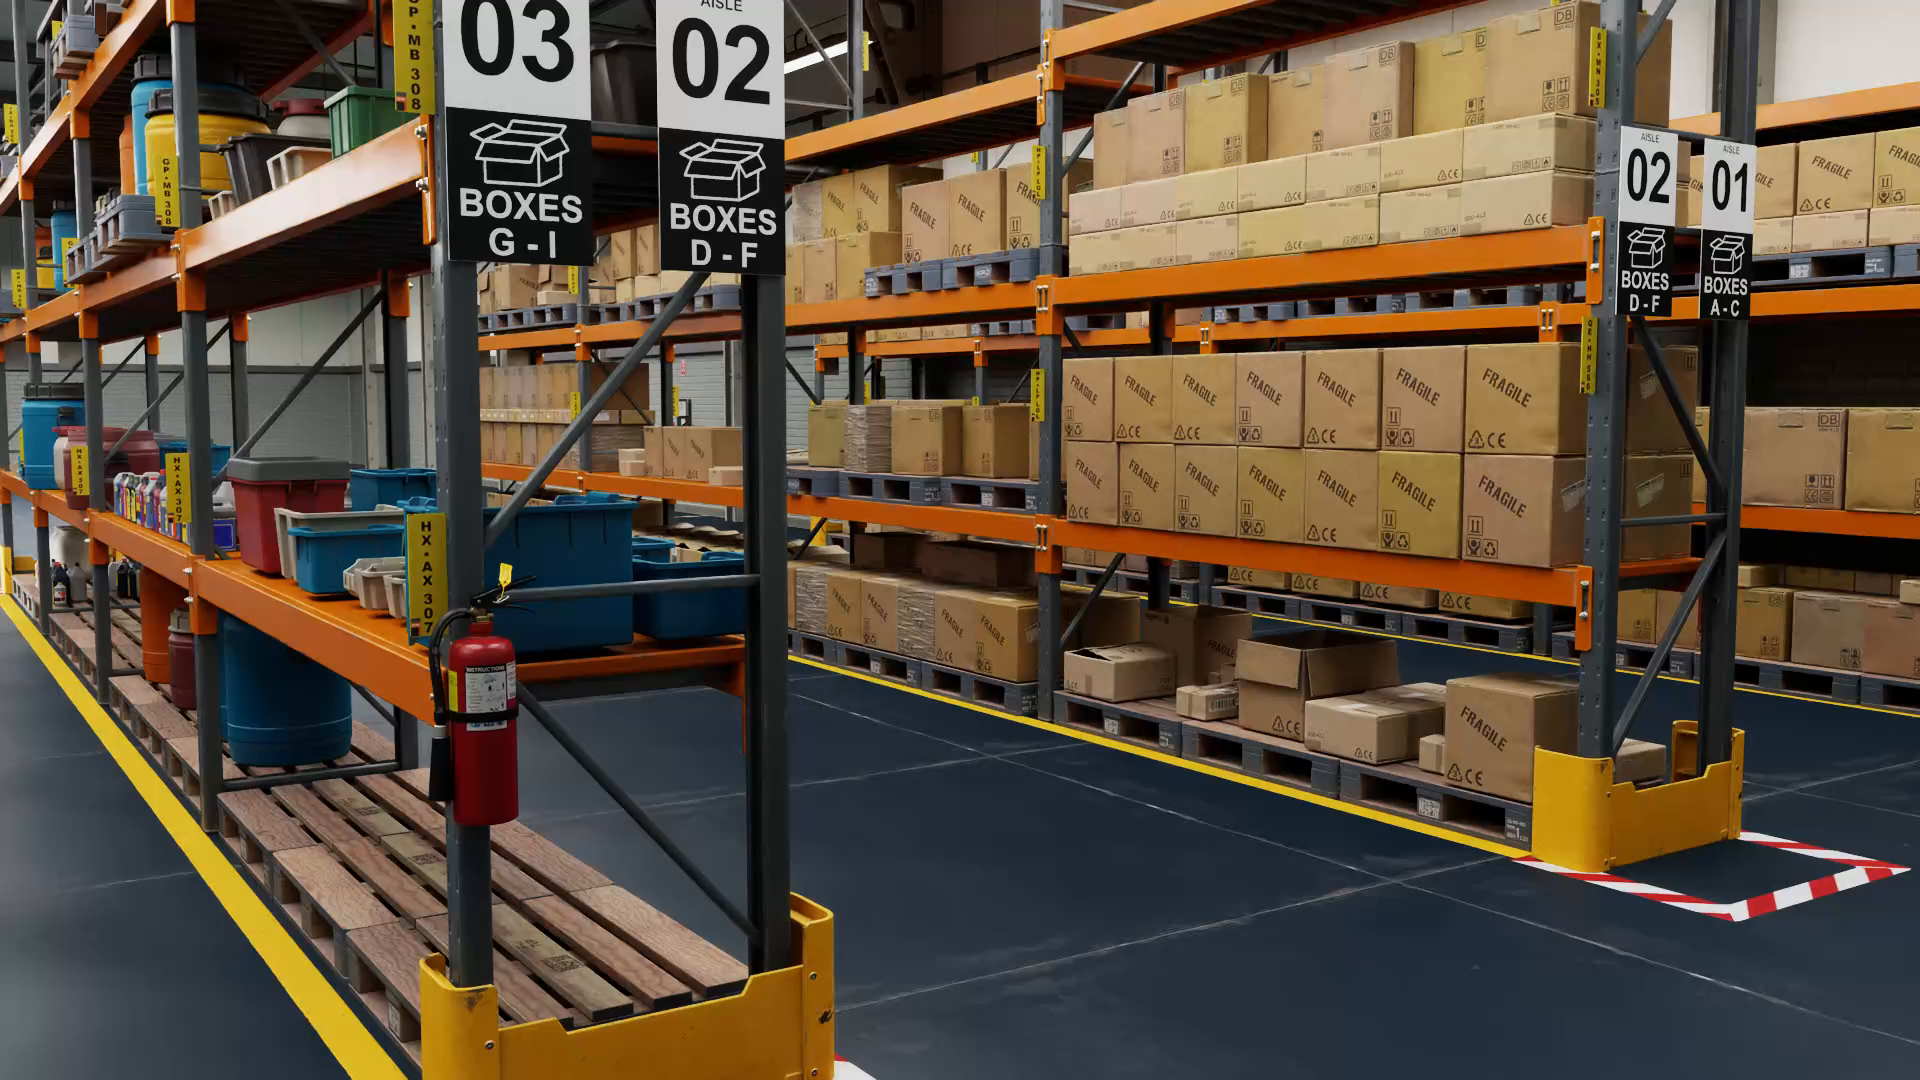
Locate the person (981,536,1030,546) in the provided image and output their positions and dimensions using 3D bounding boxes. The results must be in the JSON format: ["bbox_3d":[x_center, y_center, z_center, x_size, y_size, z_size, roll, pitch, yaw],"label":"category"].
[{"bbox_3d":[0.401,-0.008,14.792,0.441,1.652,0.338,-3,6,-33],"label":"person"}]
